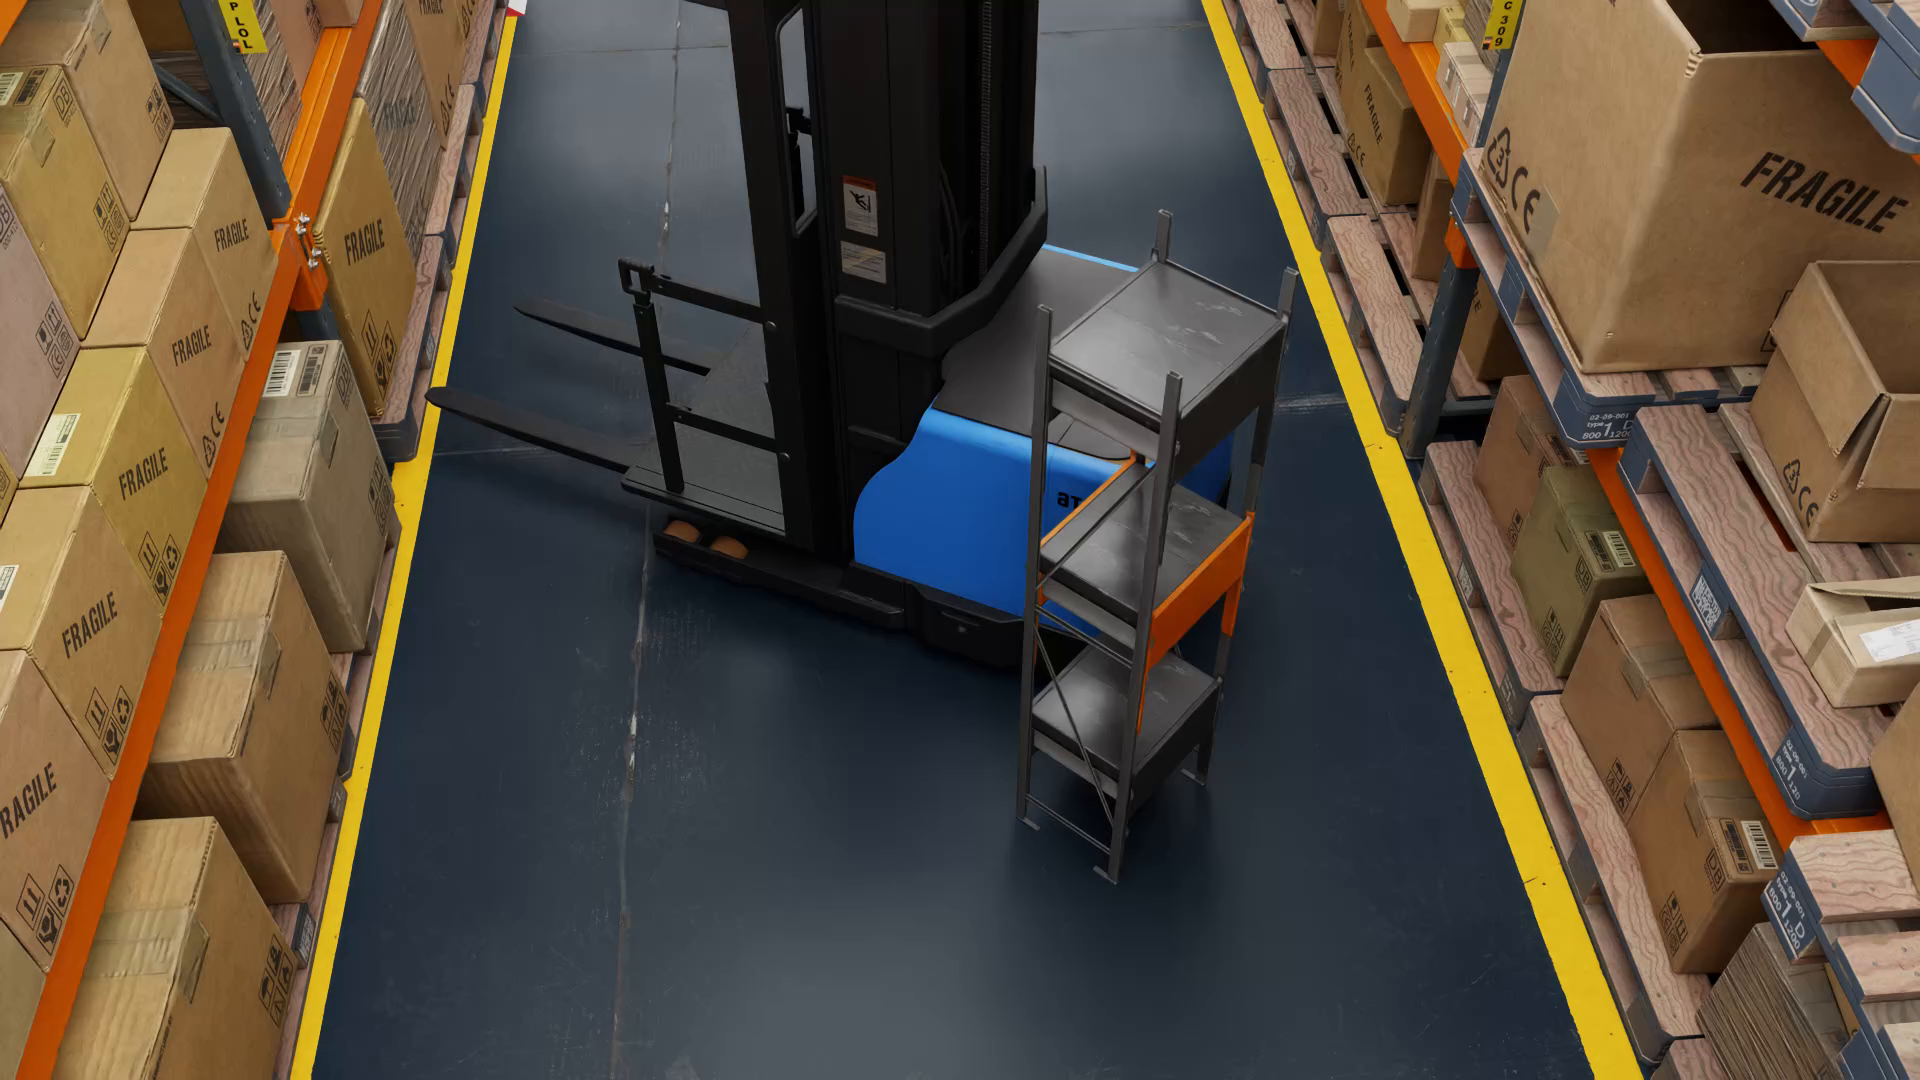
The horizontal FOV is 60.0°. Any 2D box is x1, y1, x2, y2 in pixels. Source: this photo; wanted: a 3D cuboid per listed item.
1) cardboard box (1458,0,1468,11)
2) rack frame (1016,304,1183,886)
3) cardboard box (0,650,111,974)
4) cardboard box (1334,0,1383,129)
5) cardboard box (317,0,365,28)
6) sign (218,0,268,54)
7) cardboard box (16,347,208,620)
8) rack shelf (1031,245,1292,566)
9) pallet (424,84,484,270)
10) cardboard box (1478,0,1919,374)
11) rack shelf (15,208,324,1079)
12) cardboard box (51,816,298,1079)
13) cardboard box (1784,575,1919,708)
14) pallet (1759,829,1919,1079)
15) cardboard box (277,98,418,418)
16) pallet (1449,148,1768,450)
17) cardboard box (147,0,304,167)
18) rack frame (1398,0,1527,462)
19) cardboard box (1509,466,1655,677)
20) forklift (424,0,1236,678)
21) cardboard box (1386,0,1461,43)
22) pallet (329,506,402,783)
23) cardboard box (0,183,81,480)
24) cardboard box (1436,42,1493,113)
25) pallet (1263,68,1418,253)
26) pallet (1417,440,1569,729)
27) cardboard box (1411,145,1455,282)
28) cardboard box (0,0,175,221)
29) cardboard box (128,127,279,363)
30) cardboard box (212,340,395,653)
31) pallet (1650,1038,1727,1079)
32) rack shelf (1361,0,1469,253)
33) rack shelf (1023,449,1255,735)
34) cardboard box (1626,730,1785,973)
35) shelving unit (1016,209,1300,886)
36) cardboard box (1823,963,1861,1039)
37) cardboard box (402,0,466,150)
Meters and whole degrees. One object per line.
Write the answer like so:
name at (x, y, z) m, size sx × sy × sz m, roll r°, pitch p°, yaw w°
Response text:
cardboard box at (2.265, -2.246, 6.038) m, size 0.875 × 0.500 × 0.500 m, roll -3°, pitch 47°, yaw -3°
rack frame at (0.339, 0.268, 4.550) m, size 0.400 × 2.100 × 0.015 m, roll 31°, pitch 54°, yaw 26°
cardboard box at (-2.224, 0.598, 3.549) m, size 0.500 × 0.500 × 0.500 m, roll -4°, pitch 47°, yaw -3°
cardboard box at (2.067, -2.258, 7.755) m, size 0.500 × 0.500 × 0.500 m, roll 0°, pitch 47°, yaw 0°
cardboard box at (-2.742, -2.300, 6.259) m, size 0.875 × 0.550 × 0.550 m, roll -3°, pitch 47°, yaw -3°
sign at (-2.163, -1.599, 4.955) m, size 0.100 × 0.325 × 0.005 m, roll -3°, pitch 47°, yaw -3°
cardboard box at (-2.308, -0.130, 4.238) m, size 0.500 × 0.500 × 0.500 m, roll -3°, pitch 47°, yaw -3°
rack shelf at (0.495, -0.341, 4.181) m, size 0.431 × 0.518 × 0.480 m, roll 31°, pitch 54°, yaw 26°
pallet at (-2.794, -1.669, 7.685) m, size 1.003 × 0.211 × 1.213 m, roll -3°, pitch 47°, yaw -3°
cardboard box at (2.175, -1.184, 4.603) m, size 1.000 × 1.000 × 1.000 m, roll -3°, pitch 47°, yaw -3°
rack shelf at (-2.535, 0.506, 4.200) m, size 1.077 × 0.370 × 4.000 m, roll -3°, pitch 47°, yaw -3°
cardboard box at (-2.406, 1.257, 4.254) m, size 1.050 × 0.750 × 0.750 m, roll -3°, pitch 47°, yaw -3°
cardboard box at (2.174, 0.189, 3.808) m, size 0.396 × 0.266 × 0.258 m, roll -5°, pitch 47°, yaw -4°
pallet at (2.417, 1.035, 3.336) m, size 1.213 × 0.211 × 1.003 m, roll -3°, pitch 47°, yaw -3°
cardboard box at (-2.686, -1.061, 6.363) m, size 0.875 × 0.875 × 0.875 m, roll -3°, pitch 47°, yaw -3°
pallet at (2.167, -0.789, 5.063) m, size 1.003 × 0.211 × 1.213 m, roll -3°, pitch 47°, yaw -3°
cardboard box at (-2.746, -1.506, 5.507) m, size 0.875 × 0.550 × 0.550 m, roll -3°, pitch 47°, yaw -3°
rack frame at (2.248, -1.416, 5.525) m, size 1.000 × 3.000 × 0.127 m, roll -3°, pitch 47°, yaw -3°
cardboard box at (2.299, 0.084, 5.523) m, size 0.700 × 0.500 × 0.500 m, roll -4°, pitch 47°, yaw -4°
forklift at (-0.571, -1.191, 5.360) m, size 3.031 × 2.935 × 1.130 m, roll 18°, pitch 49°, yaw 16°
cardboard box at (1.833, -2.008, 6.258) m, size 0.380 × 0.149 × 0.250 m, roll -3°, pitch 47°, yaw -3°
pallet at (-2.563, 0.325, 5.797) m, size 1.003 × 0.211 × 1.213 m, roll -3°, pitch 47°, yaw -3°
cardboard box at (-2.568, -0.470, 3.871) m, size 0.700 × 0.500 × 0.500 m, roll -3°, pitch 47°, yaw -3°
cardboard box at (1.926, -1.649, 5.919) m, size 0.380 × 0.149 × 0.250 m, roll -3°, pitch 47°, yaw -3°
pallet at (2.052, -1.826, 7.834) m, size 1.003 × 0.211 × 1.213 m, roll -3°, pitch 47°, yaw -3°
pallet at (2.315, 0.106, 6.004) m, size 1.003 × 0.211 × 1.213 m, roll -3°, pitch 47°, yaw -3°
cardboard box at (2.199, -1.407, 6.949) m, size 0.500 × 0.500 × 0.500 m, roll 10°, pitch 47°, yaw 9°
cardboard box at (-2.655, -1.207, 4.570) m, size 0.700 × 0.500 × 0.500 m, roll -4°, pitch 47°, yaw -4°
cardboard box at (-2.393, -0.861, 4.931) m, size 0.500 × 0.500 × 0.500 m, roll -4°, pitch 47°, yaw -4°
cardboard box at (-2.561, -0.115, 5.553) m, size 1.050 × 0.750 × 0.750 m, roll -4°, pitch 47°, yaw -3°
pallet at (2.519, 1.871, 4.332) m, size 1.003 × 0.211 × 1.213 m, roll -3°, pitch 47°, yaw -3°
rack shelf at (2.081, -2.616, 7.157) m, size 1.077 × 0.370 × 4.000 m, roll -3°, pitch 47°, yaw -3°
rack shelf at (0.495, 0.141, 4.689) m, size 0.431 × 0.518 × 0.480 m, roll 31°, pitch 54°, yaw 26°
cardboard box at (2.394, 0.892, 4.758) m, size 0.700 × 0.500 × 0.500 m, roll 0°, pitch 47°, yaw 0°
shelving unit at (0.495, 0.131, 4.679) m, size 0.431 × 2.100 × 0.503 m, roll 31°, pitch 54°, yaw 26°
cardboard box at (2.443, 1.062, 4.080) m, size 0.500 × 0.250 × 0.500 m, roll 1°, pitch 47°, yaw 1°
cardboard box at (-2.839, -2.373, 7.605) m, size 0.875 × 0.875 × 0.875 m, roll -4°, pitch 47°, yaw -4°
